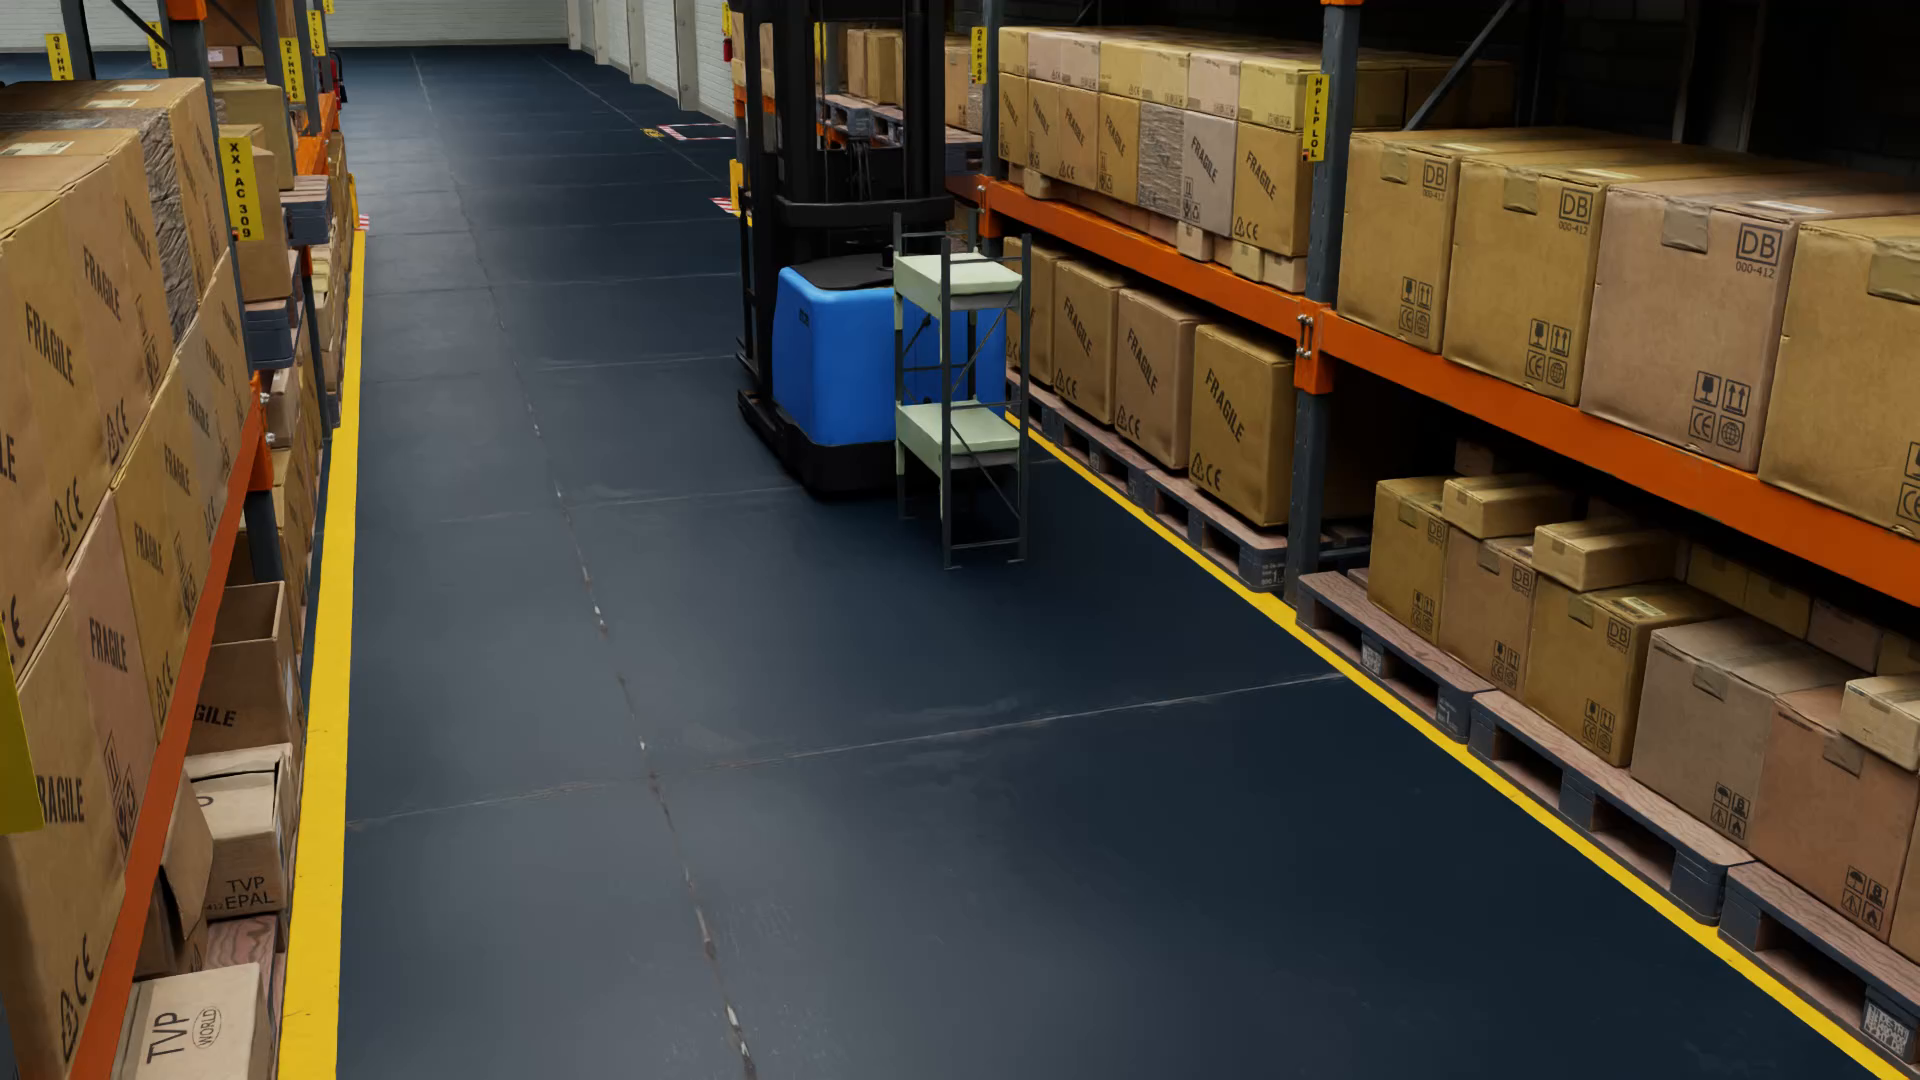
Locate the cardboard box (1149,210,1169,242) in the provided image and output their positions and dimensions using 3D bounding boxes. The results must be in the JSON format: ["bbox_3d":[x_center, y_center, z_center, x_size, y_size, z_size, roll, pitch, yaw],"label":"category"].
[{"bbox_3d":[1.154,-1.563,8.172,0.380,0.149,0.250,-7,21,-19],"label":"cardboard box"}]

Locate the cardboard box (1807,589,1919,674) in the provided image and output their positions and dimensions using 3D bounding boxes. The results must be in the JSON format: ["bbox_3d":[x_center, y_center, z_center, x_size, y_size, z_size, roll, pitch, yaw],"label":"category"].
[{"bbox_3d":[2.740,0.257,4.881,0.380,0.149,0.250,-6,21,-16],"label":"cardboard box"}]

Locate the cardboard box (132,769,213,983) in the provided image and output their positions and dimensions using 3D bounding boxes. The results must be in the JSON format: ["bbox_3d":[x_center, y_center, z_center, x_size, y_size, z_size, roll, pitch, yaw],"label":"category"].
[{"bbox_3d":[-2.219,0.917,3.968,0.797,0.503,0.637,-6,21,-17],"label":"cardboard box"}]

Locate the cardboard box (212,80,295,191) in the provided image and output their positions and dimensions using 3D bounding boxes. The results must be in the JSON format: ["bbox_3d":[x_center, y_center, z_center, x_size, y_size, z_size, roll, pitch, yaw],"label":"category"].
[{"bbox_3d":[-3.767,-1.991,8.254,0.700,0.500,0.500,-15,24,-35],"label":"cardboard box"}]

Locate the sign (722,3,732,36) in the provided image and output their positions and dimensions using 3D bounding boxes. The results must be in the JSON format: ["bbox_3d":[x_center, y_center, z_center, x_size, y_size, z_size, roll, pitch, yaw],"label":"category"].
[{"bbox_3d":[-2.400,-5.381,17.181,0.100,0.325,0.005,-6,21,-17],"label":"sign"}]

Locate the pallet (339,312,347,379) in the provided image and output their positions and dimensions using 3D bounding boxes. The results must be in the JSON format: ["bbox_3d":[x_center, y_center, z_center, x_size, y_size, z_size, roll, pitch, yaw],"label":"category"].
[{"bbox_3d":[-4.673,-1.284,11.178,1.003,0.211,1.213,-6,21,-17],"label":"pallet"}]

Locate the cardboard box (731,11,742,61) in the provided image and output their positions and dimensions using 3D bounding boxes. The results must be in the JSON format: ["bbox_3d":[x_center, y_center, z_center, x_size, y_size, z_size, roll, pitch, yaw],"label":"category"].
[{"bbox_3d":[-2.020,-5.138,16.867,0.500,0.500,0.500,-6,21,-17],"label":"cardboard box"}]

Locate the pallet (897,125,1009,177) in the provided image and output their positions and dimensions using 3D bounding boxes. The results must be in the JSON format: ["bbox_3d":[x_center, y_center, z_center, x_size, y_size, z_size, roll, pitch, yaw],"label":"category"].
[{"bbox_3d":[0.305,-2.591,10.978,1.213,0.211,1.003,-6,21,-17],"label":"pallet"}]

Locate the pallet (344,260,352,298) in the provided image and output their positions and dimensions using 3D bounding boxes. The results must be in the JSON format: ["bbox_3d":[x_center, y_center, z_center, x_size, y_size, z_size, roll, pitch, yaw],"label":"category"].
[{"bbox_3d":[-5.539,-2.168,13.639,1.003,0.211,1.213,-6,21,-17],"label":"pallet"}]

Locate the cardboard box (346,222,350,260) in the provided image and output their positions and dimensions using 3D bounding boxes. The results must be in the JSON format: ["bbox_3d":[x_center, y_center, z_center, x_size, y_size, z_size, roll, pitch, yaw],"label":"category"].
[{"bbox_3d":[-5.339,-2.466,13.791,0.500,0.250,0.500,-6,21,-17],"label":"cardboard box"}]

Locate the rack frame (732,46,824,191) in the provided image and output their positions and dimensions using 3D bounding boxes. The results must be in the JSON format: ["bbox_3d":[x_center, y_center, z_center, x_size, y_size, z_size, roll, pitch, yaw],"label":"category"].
[{"bbox_3d":[-1.885,-5.032,17.488,1.000,3.000,0.127,-6,21,-17],"label":"rack frame"}]

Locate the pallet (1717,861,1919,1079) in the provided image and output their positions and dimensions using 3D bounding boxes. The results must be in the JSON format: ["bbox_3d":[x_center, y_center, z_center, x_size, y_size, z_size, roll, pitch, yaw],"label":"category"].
[{"bbox_3d":[2.819,1.167,4.355,1.003,0.211,1.213,-6,21,-17],"label":"pallet"}]

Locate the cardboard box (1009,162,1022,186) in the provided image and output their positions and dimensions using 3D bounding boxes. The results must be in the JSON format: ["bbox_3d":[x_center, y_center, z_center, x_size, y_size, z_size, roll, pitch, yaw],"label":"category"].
[{"bbox_3d":[0.514,-2.225,10.017,0.380,0.149,0.250,-7,21,-18],"label":"cardboard box"}]

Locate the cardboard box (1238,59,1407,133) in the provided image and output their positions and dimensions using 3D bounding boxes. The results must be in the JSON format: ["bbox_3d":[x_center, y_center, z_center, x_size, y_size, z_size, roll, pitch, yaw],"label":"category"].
[{"bbox_3d":[1.498,-1.853,6.911,0.500,0.250,0.500,-6,21,-16],"label":"cardboard box"}]

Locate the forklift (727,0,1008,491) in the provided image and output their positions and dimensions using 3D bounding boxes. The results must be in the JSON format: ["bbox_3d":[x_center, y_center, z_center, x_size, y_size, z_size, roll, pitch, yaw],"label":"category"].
[{"bbox_3d":[-0.694,-2.088,9.393,1.130,2.935,3.031,-6,21,-17],"label":"forklift"}]

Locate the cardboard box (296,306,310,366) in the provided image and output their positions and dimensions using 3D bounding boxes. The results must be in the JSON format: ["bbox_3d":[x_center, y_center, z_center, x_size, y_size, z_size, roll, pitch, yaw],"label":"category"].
[{"bbox_3d":[-3.533,-1.028,8.278,0.500,0.250,0.500,-6,20,-15],"label":"cardboard box"}]

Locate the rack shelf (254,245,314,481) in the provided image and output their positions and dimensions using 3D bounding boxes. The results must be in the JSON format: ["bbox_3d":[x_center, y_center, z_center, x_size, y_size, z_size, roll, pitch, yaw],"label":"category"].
[{"bbox_3d":[-3.443,-0.956,7.206,1.077,0.370,4.000,-6,21,-17],"label":"rack shelf"}]

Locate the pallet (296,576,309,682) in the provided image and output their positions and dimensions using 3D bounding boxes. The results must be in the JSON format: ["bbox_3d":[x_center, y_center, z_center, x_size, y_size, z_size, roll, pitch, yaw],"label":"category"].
[{"bbox_3d":[-3.106,0.402,6.485,1.003,0.211,1.213,-6,21,-17],"label":"pallet"}]

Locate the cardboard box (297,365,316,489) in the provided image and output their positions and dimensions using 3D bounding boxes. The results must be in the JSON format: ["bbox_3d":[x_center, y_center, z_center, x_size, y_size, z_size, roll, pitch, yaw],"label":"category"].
[{"bbox_3d":[-3.392,-0.526,7.991,0.500,0.500,0.500,-7,21,-19],"label":"cardboard box"}]

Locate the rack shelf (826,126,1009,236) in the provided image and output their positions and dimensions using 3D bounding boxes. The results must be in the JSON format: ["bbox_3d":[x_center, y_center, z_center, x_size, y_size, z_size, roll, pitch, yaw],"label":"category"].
[{"bbox_3d":[0.001,-2.768,12.249,1.077,0.370,4.000,-6,21,-17],"label":"rack shelf"}]

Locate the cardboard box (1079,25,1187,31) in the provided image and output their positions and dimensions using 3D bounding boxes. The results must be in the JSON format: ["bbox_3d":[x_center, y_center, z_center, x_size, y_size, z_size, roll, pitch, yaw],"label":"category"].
[{"bbox_3d":[1.019,-2.896,9.814,0.500,0.250,0.500,-6,21,-16],"label":"cardboard box"}]

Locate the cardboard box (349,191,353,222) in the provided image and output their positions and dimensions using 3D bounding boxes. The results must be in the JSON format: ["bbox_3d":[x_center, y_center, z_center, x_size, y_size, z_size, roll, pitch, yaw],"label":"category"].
[{"bbox_3d":[-5.968,-3.108,15.578,0.500,0.250,0.500,-6,21,-17],"label":"cardboard box"}]

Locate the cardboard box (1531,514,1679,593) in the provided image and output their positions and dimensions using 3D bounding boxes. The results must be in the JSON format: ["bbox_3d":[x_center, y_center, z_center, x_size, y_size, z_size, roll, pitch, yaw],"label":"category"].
[{"bbox_3d":[2.124,0.040,5.484,0.380,0.149,0.250,-7,21,-19],"label":"cardboard box"}]

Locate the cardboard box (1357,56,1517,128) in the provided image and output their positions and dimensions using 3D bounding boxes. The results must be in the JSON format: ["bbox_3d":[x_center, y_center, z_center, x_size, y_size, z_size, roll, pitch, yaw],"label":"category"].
[{"bbox_3d":[1.990,-1.905,7.057,0.500,0.250,0.500,-6,21,-16],"label":"cardboard box"}]

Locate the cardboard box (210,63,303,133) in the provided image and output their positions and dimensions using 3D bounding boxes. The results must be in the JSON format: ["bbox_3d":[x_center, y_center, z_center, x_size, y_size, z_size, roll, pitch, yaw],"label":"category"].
[{"bbox_3d":[-5.474,-3.409,12.823,0.700,0.500,0.500,-7,21,-19],"label":"cardboard box"}]

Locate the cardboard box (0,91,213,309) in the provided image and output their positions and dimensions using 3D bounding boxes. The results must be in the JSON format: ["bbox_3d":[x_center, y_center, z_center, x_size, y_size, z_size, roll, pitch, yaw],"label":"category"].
[{"bbox_3d":[-2.246,-0.872,4.280,0.500,0.500,0.500,-7,21,-18],"label":"cardboard box"}]

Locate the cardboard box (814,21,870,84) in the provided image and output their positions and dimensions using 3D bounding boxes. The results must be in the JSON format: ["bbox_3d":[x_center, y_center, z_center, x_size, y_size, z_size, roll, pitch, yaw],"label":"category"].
[{"bbox_3d":[-1.069,-4.159,14.140,0.500,0.500,0.500,-6,21,-17],"label":"cardboard box"}]

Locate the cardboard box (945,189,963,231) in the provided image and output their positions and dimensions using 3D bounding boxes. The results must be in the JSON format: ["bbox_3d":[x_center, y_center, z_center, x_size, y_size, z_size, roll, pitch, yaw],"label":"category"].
[{"bbox_3d":[0.068,-2.428,12.175,0.500,0.250,0.500,-6,21,-17],"label":"cardboard box"}]

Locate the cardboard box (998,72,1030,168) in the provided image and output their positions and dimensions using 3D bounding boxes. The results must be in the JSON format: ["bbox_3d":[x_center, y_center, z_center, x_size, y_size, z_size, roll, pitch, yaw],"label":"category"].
[{"bbox_3d":[0.540,-2.478,9.760,0.500,0.500,0.500,-6,21,-16],"label":"cardboard box"}]

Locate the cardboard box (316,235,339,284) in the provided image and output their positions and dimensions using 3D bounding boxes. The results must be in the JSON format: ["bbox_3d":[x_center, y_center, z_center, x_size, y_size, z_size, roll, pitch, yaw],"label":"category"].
[{"bbox_3d":[-4.605,-1.962,11.558,0.500,0.311,0.500,-6,21,-17],"label":"cardboard box"}]

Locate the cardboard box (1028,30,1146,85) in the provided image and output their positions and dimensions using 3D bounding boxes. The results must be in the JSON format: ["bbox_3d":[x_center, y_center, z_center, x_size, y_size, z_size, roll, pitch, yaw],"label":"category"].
[{"bbox_3d":[0.698,-2.668,9.181,0.500,0.250,0.500,-7,21,-18],"label":"cardboard box"}]

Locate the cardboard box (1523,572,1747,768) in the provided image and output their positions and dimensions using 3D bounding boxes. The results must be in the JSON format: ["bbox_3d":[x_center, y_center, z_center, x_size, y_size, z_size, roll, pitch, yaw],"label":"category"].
[{"bbox_3d":[2.339,0.375,5.510,0.700,0.500,0.500,-6,21,-16],"label":"cardboard box"}]

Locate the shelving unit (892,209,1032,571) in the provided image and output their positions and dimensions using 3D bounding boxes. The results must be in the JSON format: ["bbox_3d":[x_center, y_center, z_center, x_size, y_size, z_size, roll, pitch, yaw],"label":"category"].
[{"bbox_3d":[-0.002,-0.708,7.669,0.431,1.500,0.755,-6,21,-17],"label":"shelving unit"}]

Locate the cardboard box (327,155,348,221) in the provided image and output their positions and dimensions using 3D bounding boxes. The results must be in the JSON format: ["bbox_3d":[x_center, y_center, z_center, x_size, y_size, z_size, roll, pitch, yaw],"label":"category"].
[{"bbox_3d":[-5.492,-2.980,14.113,0.500,0.500,0.500,-6,21,-17],"label":"cardboard box"}]

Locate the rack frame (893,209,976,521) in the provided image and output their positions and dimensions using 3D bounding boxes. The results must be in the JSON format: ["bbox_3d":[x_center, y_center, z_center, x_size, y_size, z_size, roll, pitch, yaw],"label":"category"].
[{"bbox_3d":[-0.117,-0.825,7.996,0.400,1.500,0.023,-6,21,-17],"label":"rack frame"}]

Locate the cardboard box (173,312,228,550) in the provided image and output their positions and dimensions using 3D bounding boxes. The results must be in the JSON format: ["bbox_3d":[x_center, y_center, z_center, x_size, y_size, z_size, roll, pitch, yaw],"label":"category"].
[{"bbox_3d":[-2.087,-0.237,3.992,0.500,0.500,0.500,-6,21,-16],"label":"cardboard box"}]

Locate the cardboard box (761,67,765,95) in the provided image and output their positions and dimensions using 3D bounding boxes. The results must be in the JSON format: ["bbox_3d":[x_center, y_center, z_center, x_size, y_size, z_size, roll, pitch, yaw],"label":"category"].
[{"bbox_3d":[-1.701,-4.451,16.063,0.500,0.250,0.500,-7,21,-18],"label":"cardboard box"}]

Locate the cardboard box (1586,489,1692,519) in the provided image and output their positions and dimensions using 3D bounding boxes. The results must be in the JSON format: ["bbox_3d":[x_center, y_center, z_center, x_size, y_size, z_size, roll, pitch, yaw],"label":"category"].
[{"bbox_3d":[2.419,-0.071,5.793,0.380,0.149,0.250,-7,21,-19],"label":"cardboard box"}]

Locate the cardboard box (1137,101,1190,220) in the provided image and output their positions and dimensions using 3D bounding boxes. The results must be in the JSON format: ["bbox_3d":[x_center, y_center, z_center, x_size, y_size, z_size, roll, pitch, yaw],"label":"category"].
[{"bbox_3d":[1.183,-1.823,7.938,0.500,0.500,0.500,-6,21,-17],"label":"cardboard box"}]

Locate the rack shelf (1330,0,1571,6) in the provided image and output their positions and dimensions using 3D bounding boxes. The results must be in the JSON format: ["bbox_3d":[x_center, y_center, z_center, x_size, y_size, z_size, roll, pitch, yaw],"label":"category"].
[{"bbox_3d":[2.516,-1.612,4.594,1.077,0.370,4.000,-6,21,-17],"label":"rack shelf"}]

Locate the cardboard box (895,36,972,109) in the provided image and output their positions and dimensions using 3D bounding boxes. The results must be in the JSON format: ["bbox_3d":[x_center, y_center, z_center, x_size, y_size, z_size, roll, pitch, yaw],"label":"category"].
[{"bbox_3d":[-0.094,-3.447,12.277,0.700,0.500,0.500,-4,20,-10],"label":"cardboard box"}]

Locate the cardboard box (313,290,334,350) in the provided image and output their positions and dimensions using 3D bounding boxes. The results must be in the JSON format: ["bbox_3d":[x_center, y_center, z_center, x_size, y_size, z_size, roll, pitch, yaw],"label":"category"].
[{"bbox_3d":[-3.957,-1.304,9.725,0.500,0.311,0.500,-6,21,-15],"label":"cardboard box"}]

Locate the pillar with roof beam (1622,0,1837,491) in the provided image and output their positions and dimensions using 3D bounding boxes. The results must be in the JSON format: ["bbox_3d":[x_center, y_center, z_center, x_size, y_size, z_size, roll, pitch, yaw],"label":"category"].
[{"bbox_3d":[-1.158,-3.414,4.109,9.100,9.000,0.400,-6,21,-17],"label":"pillar with roof beam"}]

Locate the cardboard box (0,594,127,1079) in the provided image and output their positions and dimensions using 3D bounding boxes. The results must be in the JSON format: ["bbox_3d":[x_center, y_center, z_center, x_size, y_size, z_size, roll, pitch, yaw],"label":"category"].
[{"bbox_3d":[-1.446,0.413,2.181,0.500,0.500,0.500,-6,21,-16],"label":"cardboard box"}]

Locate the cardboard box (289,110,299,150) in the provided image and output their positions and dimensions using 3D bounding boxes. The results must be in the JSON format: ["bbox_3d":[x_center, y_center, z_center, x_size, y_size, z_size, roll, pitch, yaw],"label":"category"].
[{"bbox_3d":[-4.878,-2.895,11.737,0.396,0.266,0.258,-7,21,-19],"label":"cardboard box"}]

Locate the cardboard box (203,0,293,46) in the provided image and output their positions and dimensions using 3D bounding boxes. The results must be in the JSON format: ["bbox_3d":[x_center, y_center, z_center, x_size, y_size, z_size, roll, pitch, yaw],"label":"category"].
[{"bbox_3d":[-5.474,-4.020,12.604,0.700,0.500,0.500,-6,21,-17],"label":"cardboard box"}]

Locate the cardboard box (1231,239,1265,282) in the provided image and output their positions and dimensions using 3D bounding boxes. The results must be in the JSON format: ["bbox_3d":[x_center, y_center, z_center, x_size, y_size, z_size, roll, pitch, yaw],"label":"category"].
[{"bbox_3d":[1.410,-1.229,7.242,0.380,0.149,0.250,-6,21,-16],"label":"cardboard box"}]

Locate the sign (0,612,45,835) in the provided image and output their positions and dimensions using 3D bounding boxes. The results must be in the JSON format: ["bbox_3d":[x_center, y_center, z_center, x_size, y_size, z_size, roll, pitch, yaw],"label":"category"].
[{"bbox_3d":[-1.042,0.165,1.738,0.100,0.325,0.005,-6,21,-17],"label":"sign"}]

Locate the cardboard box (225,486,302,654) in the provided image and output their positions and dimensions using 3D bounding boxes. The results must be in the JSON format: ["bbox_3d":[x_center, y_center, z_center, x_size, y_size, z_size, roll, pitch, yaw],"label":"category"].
[{"bbox_3d":[-2.735,0.135,6.150,0.500,0.500,0.500,-7,21,-20],"label":"cardboard box"}]

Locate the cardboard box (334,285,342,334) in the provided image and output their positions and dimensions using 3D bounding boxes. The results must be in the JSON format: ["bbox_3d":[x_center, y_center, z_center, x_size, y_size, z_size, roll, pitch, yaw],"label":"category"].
[{"bbox_3d":[-4.446,-1.532,11.190,0.500,0.250,0.500,-6,21,-16],"label":"cardboard box"}]

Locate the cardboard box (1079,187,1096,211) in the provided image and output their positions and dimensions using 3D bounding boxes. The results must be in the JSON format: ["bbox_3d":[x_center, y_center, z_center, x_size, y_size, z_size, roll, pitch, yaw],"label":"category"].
[{"bbox_3d":[0.874,-1.899,9.109,0.380,0.149,0.250,-6,21,-16],"label":"cardboard box"}]

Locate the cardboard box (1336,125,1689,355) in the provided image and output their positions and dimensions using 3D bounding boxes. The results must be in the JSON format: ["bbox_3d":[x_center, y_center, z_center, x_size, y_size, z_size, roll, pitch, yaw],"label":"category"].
[{"bbox_3d":[2.042,-1.146,6.226,0.980,0.700,0.700,-6,21,-16],"label":"cardboard box"}]

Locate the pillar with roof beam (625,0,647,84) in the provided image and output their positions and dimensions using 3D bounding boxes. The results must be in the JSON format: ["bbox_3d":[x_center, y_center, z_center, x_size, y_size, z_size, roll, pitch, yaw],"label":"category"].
[{"bbox_3d":[-10.588,-13.041,30.912,9.100,9.000,0.400,-6,21,-17],"label":"pillar with roof beam"}]

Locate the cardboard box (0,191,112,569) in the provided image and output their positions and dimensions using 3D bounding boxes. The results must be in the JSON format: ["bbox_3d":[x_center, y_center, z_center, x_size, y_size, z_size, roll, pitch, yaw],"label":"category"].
[{"bbox_3d":[-1.618,-0.225,2.477,0.500,0.500,0.500,-6,21,-17],"label":"cardboard box"}]

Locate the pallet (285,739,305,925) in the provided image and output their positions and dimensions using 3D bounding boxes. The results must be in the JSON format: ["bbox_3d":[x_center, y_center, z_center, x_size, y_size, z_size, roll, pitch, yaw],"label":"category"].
[{"bbox_3d":[-2.599,0.880,5.155,1.003,0.211,1.213,-6,21,-17],"label":"pallet"}]

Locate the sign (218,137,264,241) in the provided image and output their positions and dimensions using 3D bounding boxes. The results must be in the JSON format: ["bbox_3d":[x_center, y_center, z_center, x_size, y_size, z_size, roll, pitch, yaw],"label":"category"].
[{"bbox_3d":[-2.302,-1.121,5.319,0.100,0.325,0.005,-6,21,-17],"label":"sign"}]

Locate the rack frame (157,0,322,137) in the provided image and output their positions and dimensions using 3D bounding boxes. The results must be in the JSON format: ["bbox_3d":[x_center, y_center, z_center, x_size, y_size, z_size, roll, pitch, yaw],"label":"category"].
[{"bbox_3d":[-5.329,-3.220,12.445,1.000,3.000,0.127,-6,21,-17],"label":"rack frame"}]

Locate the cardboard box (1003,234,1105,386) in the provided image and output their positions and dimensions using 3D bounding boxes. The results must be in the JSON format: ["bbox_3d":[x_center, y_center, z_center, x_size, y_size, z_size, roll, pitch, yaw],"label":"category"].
[{"bbox_3d":[0.737,-1.400,9.937,0.750,0.750,0.750,-7,21,-18],"label":"cardboard box"}]
